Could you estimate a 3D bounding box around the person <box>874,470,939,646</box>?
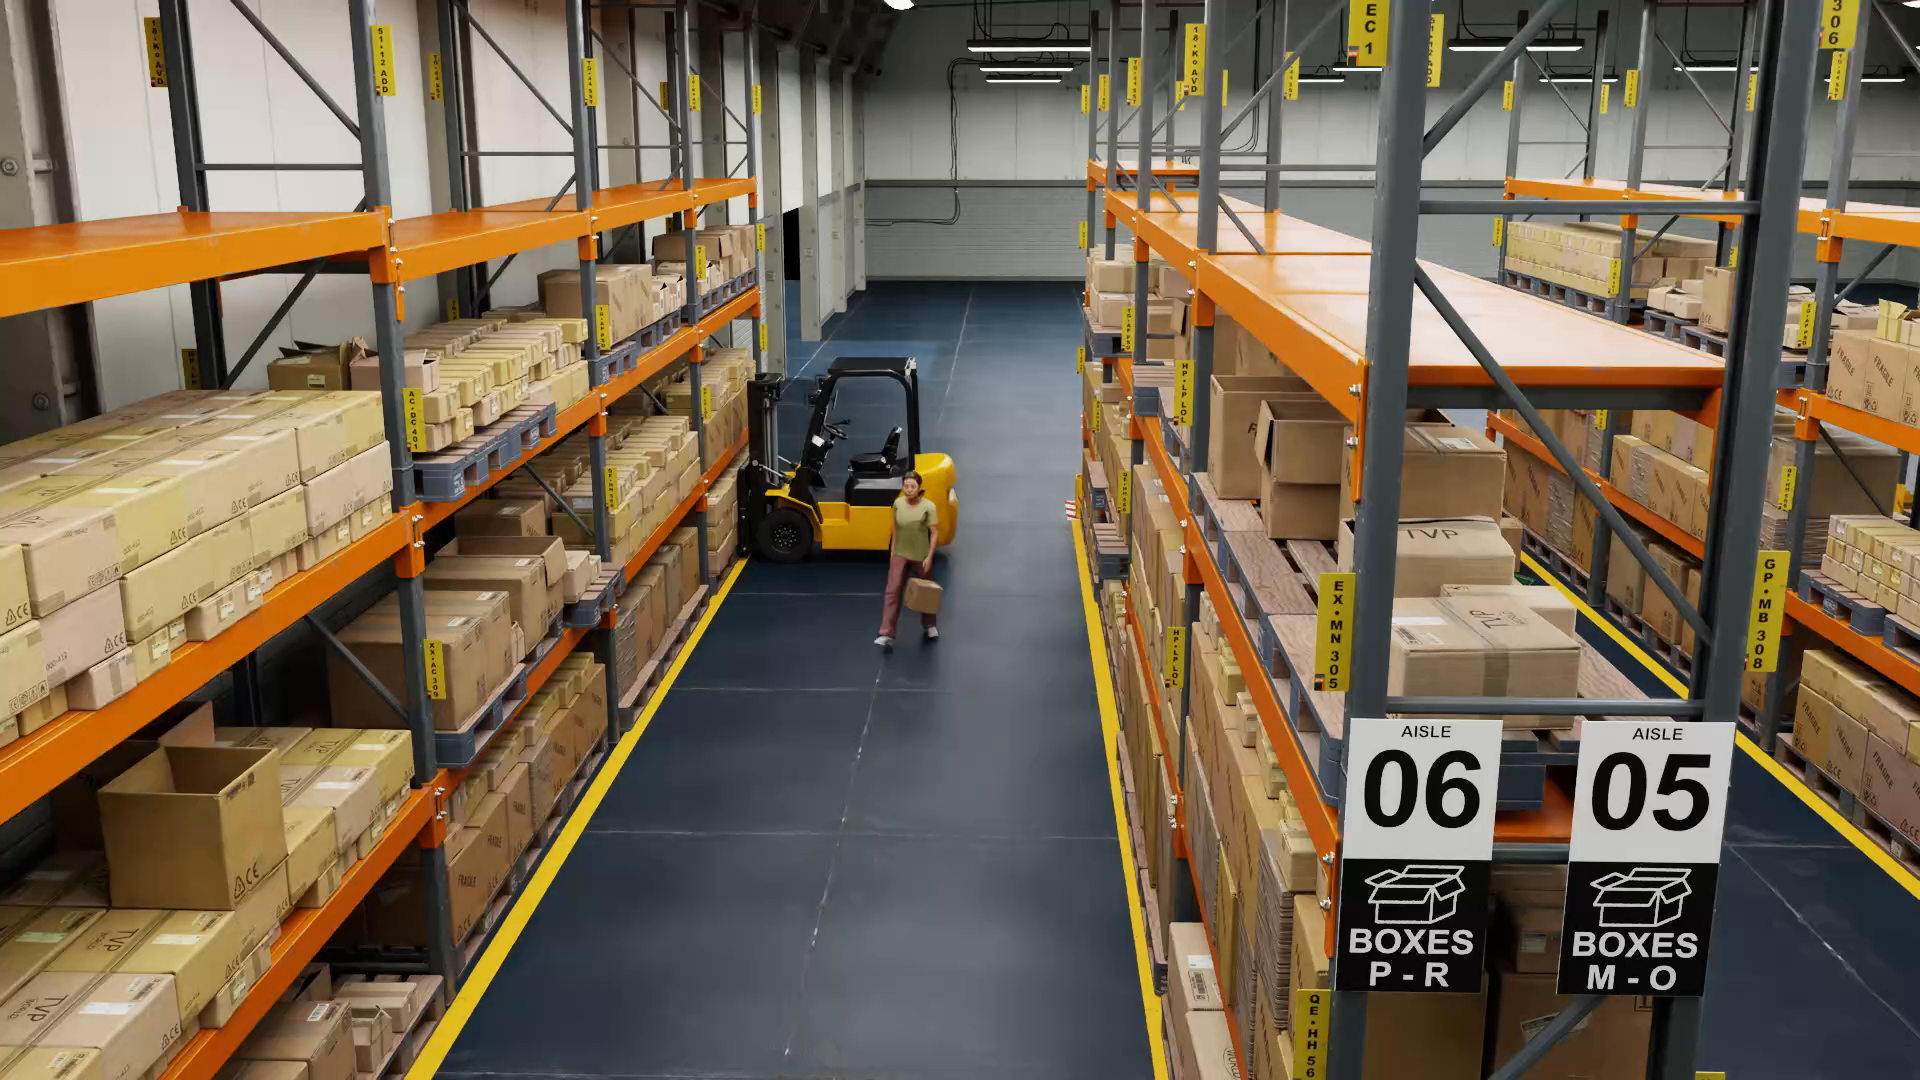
[{"bbox_3d":[-0.448,0.163,15.348,0.499,1.631,0.864,4,14,15],"label":"person"}]
